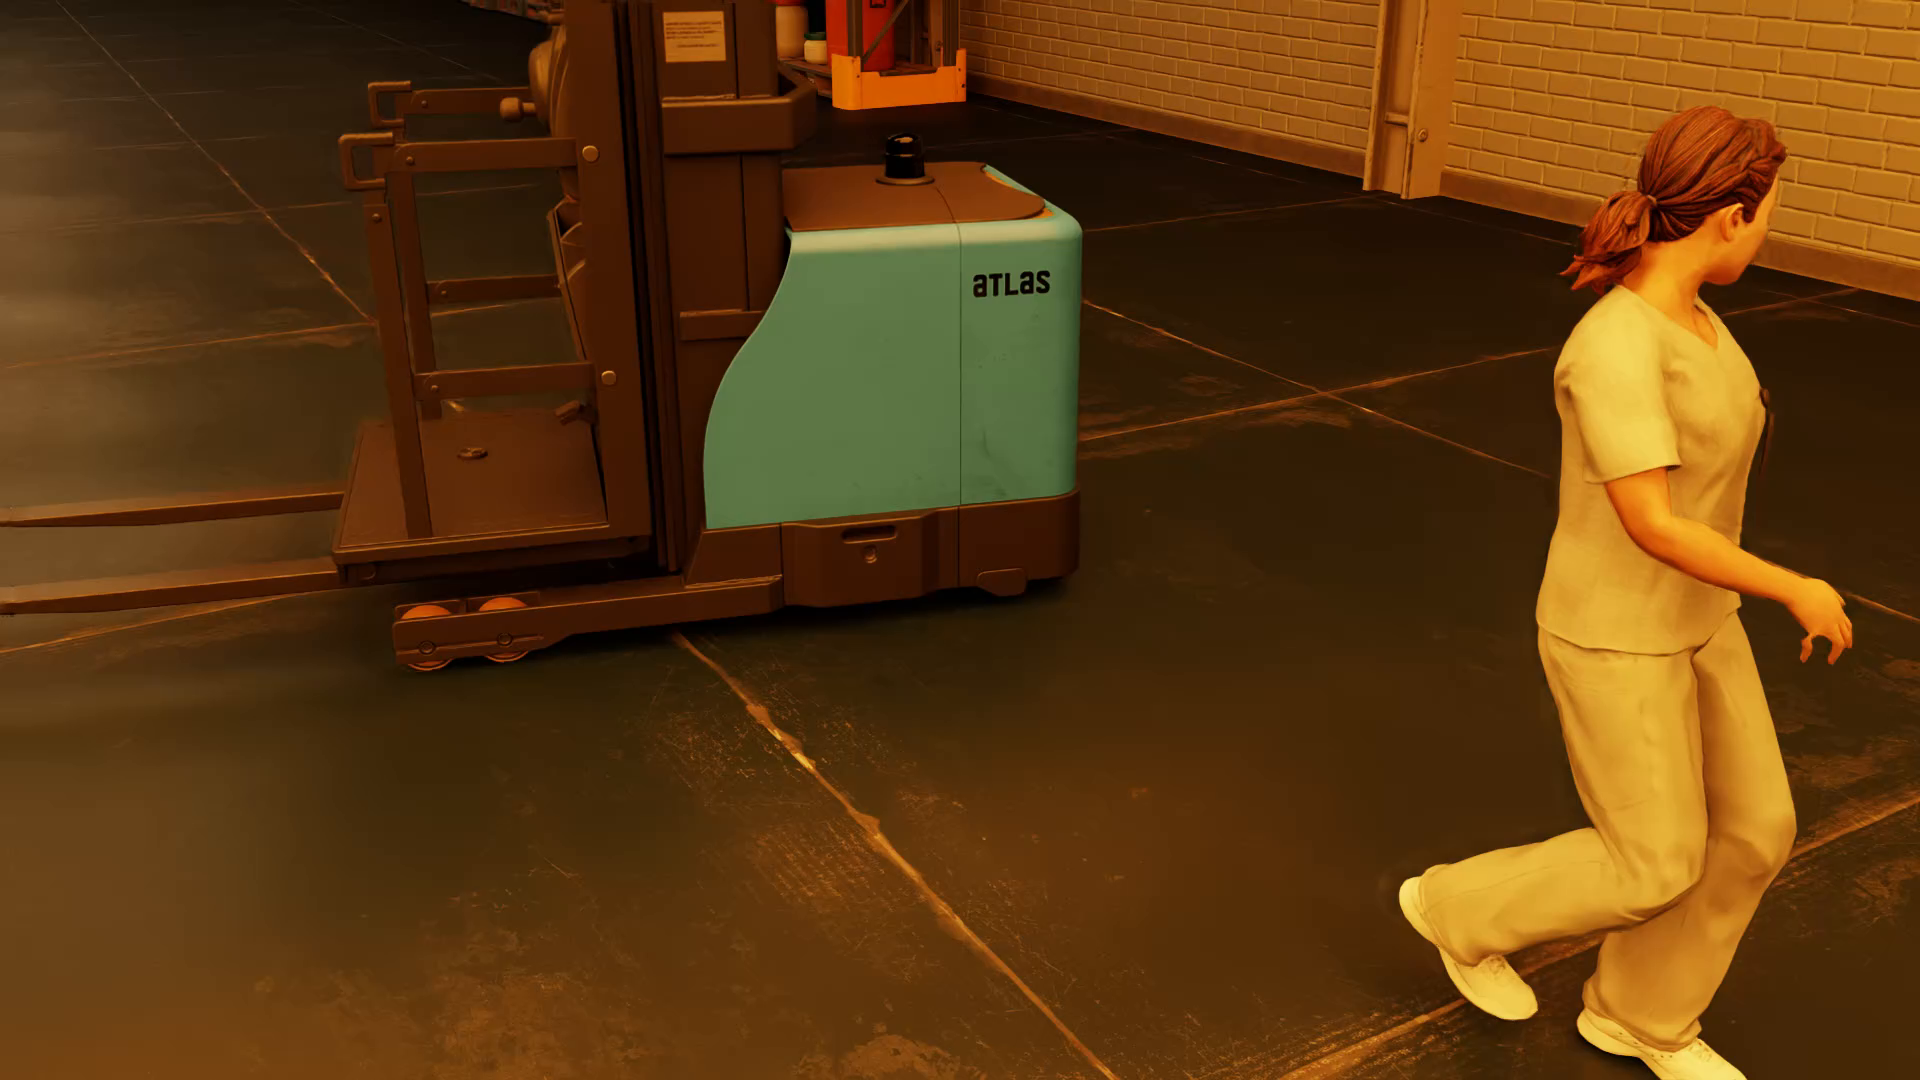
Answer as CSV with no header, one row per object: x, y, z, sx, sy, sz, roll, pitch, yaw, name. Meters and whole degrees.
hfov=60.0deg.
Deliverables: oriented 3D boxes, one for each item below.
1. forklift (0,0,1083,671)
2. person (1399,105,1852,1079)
-1.235,-1.239,4.293,3.031,2.935,1.130,-6,23,-14,forklift
1.134,0.127,2.705,0.586,1.621,0.610,-19,29,-38,person
